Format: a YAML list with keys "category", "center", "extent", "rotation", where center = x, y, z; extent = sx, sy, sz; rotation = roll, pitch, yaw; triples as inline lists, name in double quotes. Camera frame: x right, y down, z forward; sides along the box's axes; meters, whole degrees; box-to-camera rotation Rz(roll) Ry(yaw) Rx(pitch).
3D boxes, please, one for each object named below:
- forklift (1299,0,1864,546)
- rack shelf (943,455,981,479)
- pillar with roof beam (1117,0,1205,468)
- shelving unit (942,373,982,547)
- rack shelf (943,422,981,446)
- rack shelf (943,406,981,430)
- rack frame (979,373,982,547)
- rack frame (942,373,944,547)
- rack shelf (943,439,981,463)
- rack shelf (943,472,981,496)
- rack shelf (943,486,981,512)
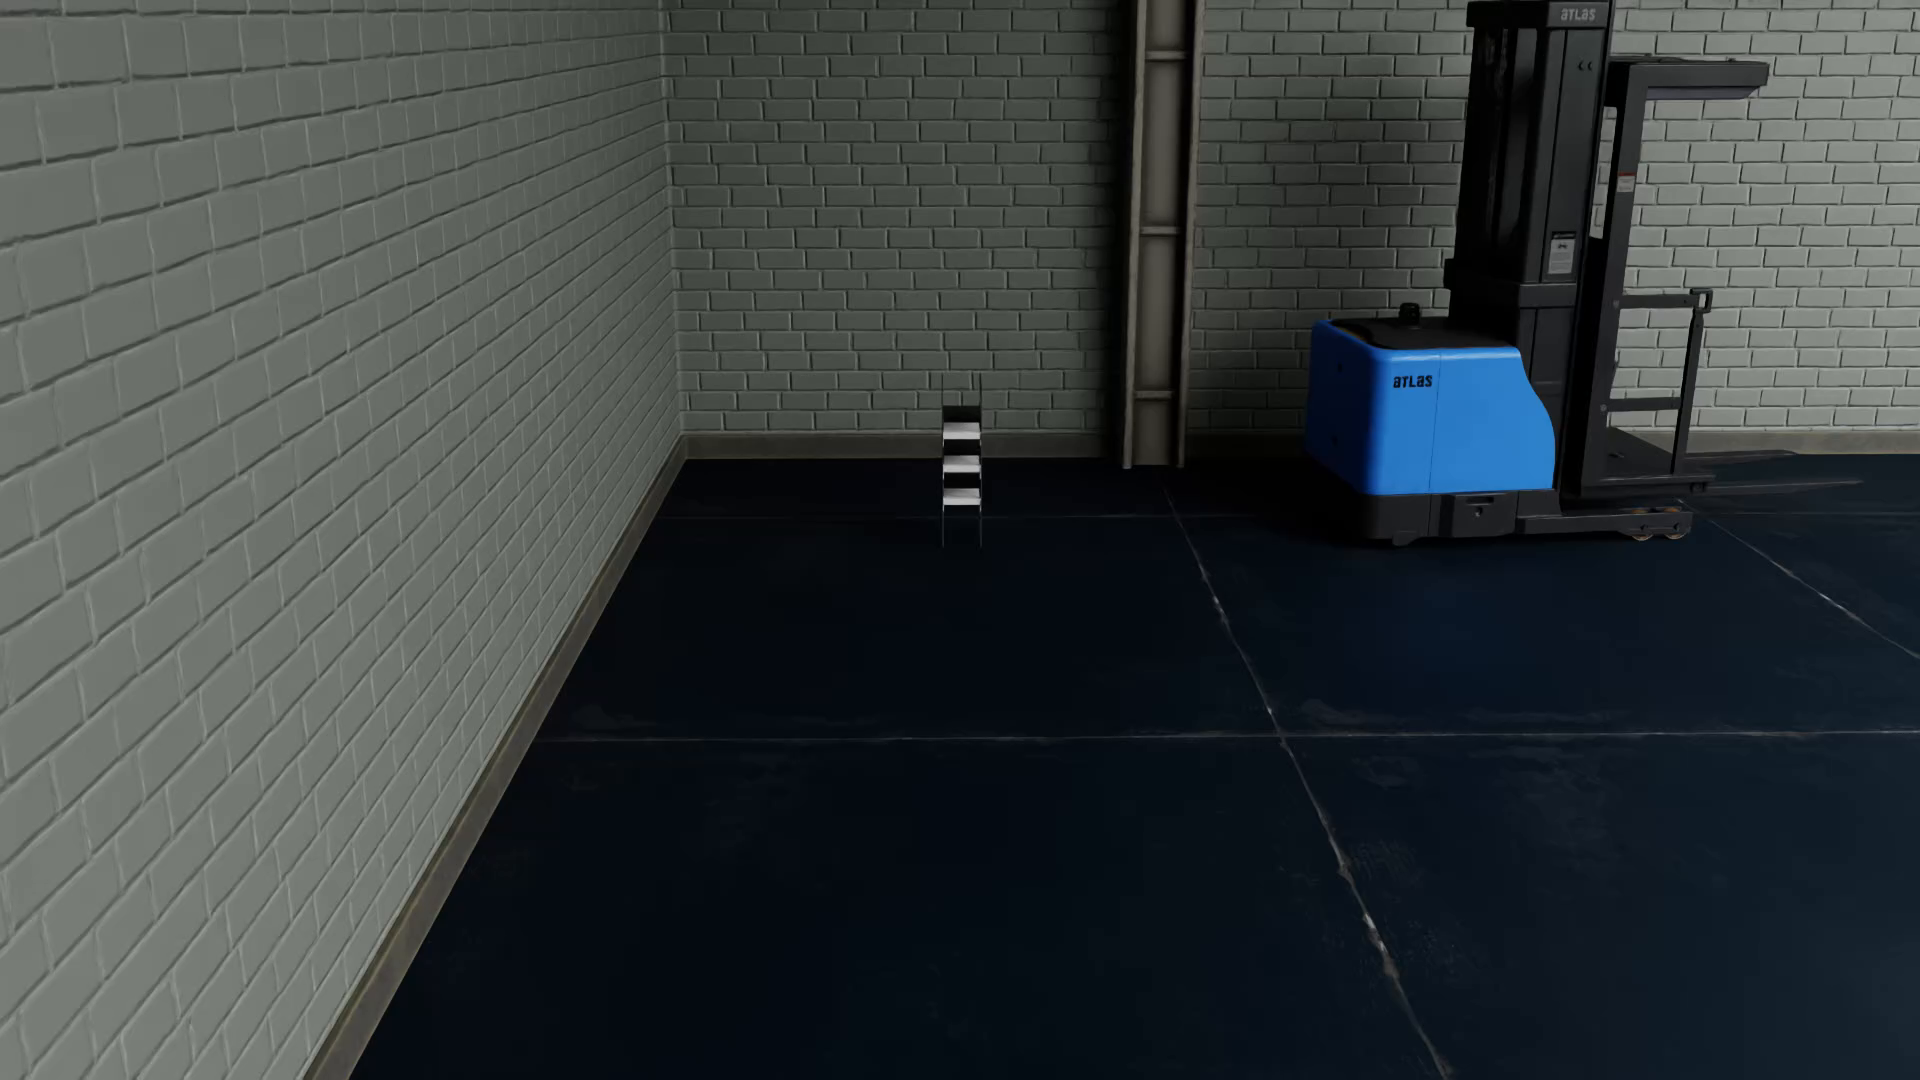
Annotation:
- category: "forklift"
  center: [3.541, -1.549, 9.079]
  extent: [3.031, 2.935, 1.130]
  rotation: [-2, 18, -8]
- category: "rack shelf"
  center: [0.008, -0.397, 8.920]
  extent: [0.200, 0.077, 0.258]
  rotation: [0, 18, -1]
- category: "pillar with roof beam"
  center: [1.283, -3.468, 5.127]
  extent: [0.400, 9.000, 9.100]
  rotation: [0, 18, -1]
- category: "shelving unit"
  center: [0.008, -0.429, 8.910]
  extent: [0.210, 0.900, 0.258]
  rotation: [0, 18, -1]
- category: "rack shelf"
  center: [0.008, -0.568, 8.865]
  extent: [0.200, 0.077, 0.258]
  rotation: [0, 18, -1]
- category: "rack shelf"
  center: [0.008, -0.654, 8.838]
  extent: [0.200, 0.077, 0.258]
  rotation: [0, 18, -1]
- category: "rack frame"
  center: [0.110, -0.429, 8.912]
  extent: [0.006, 0.900, 0.240]
  rotation: [0, 18, -1]
- category: "rack frame"
  center: [-0.094, -0.428, 8.909]
  extent: [0.006, 0.900, 0.240]
  rotation: [0, 18, -1]
- category: "rack shelf"
  center: [0.008, -0.482, 8.893]
  extent: [0.200, 0.077, 0.258]
  rotation: [0, 18, -1]
- category: "rack shelf"
  center: [0.008, -0.311, 8.948]
  extent: [0.200, 0.077, 0.258]
  rotation: [0, 18, -1]
- category: "rack shelf"
  center: [0.008, -0.225, 8.975]
  extent: [0.200, 0.077, 0.258]
  rotation: [0, 18, -1]
